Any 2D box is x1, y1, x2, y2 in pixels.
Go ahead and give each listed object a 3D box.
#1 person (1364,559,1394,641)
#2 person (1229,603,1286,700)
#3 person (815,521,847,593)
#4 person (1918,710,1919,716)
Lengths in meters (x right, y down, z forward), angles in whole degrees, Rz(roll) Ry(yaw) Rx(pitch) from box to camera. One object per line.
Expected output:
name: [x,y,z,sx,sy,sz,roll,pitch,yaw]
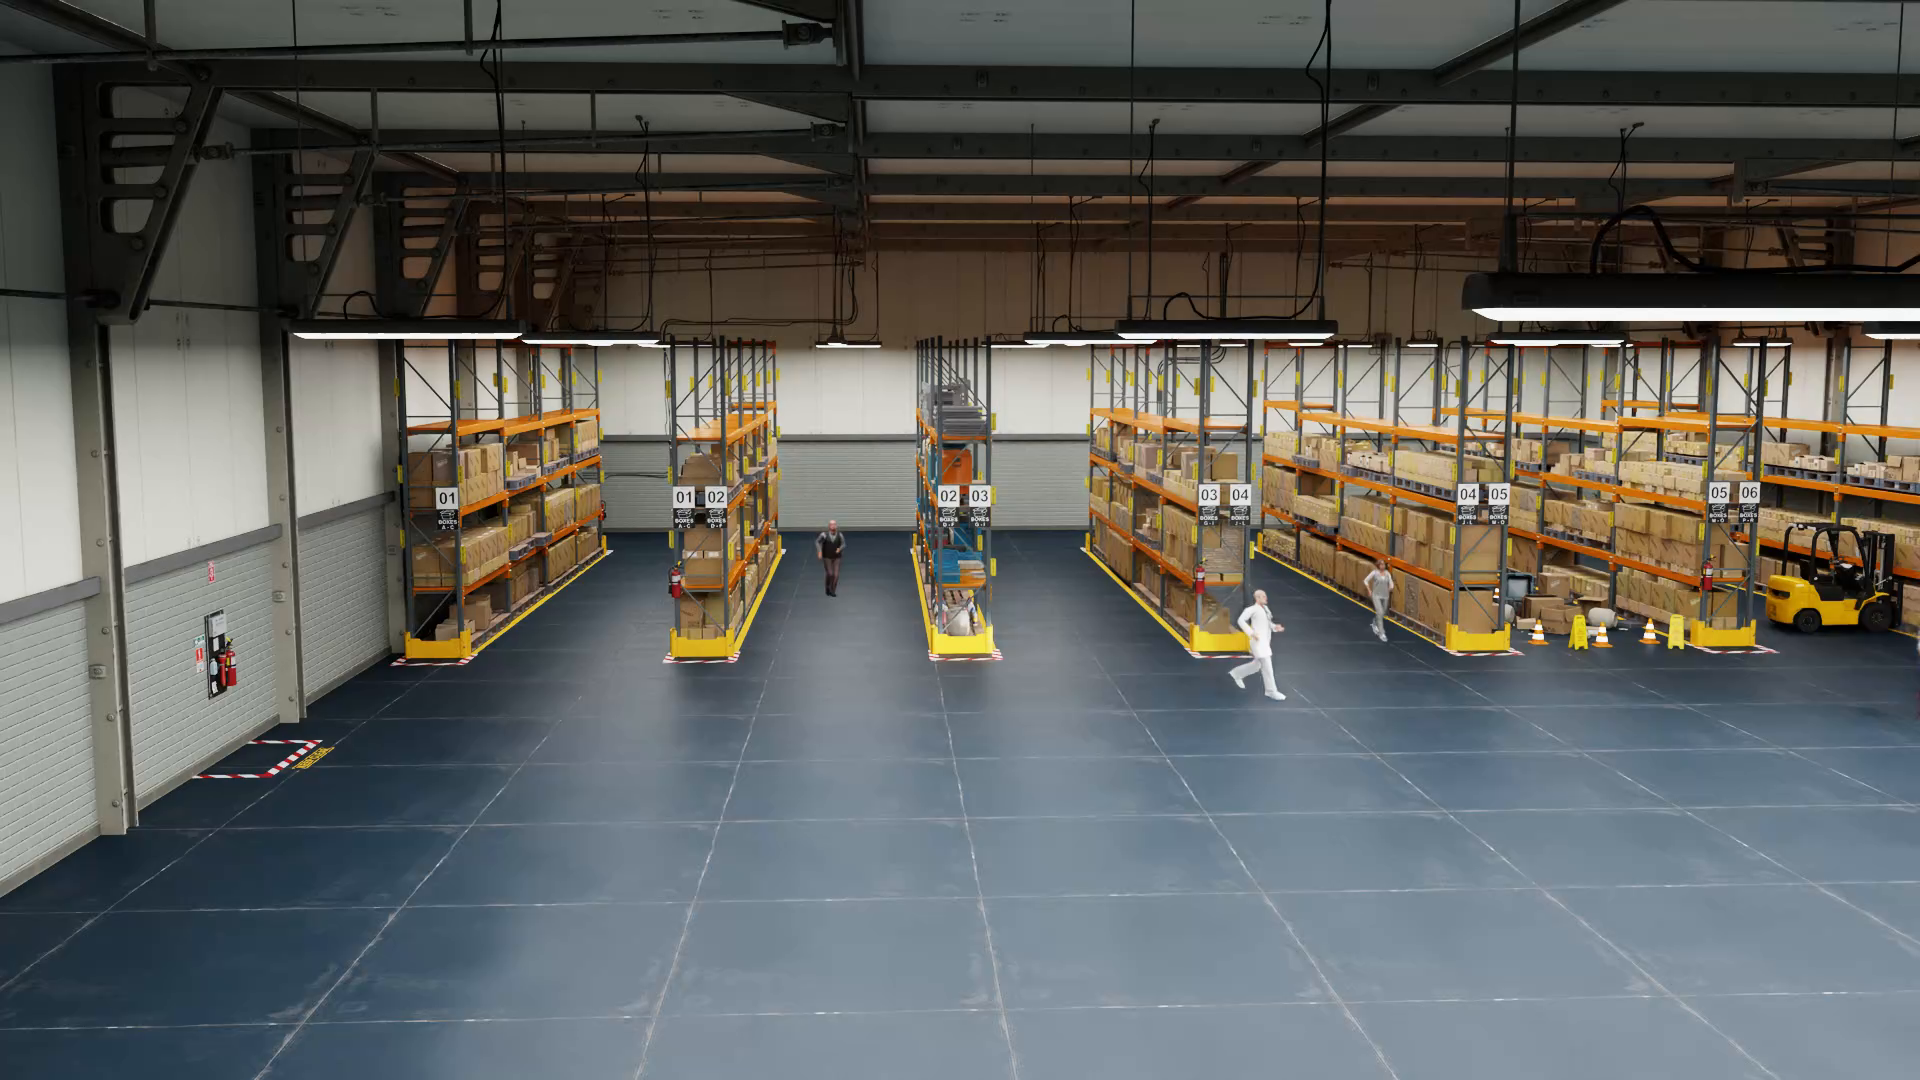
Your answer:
person: [8.351,1.162,33.116,0.546,1.600,0.818,-1,7,-11]
person: [4.938,1.818,27.570,1.034,1.581,0.710,4,8,32]
person: [-2.840,0.390,36.764,0.636,1.636,0.584,-2,7,-16]
person: [15.237,1.998,25.704,0.582,1.632,0.652,-6,9,-42]
